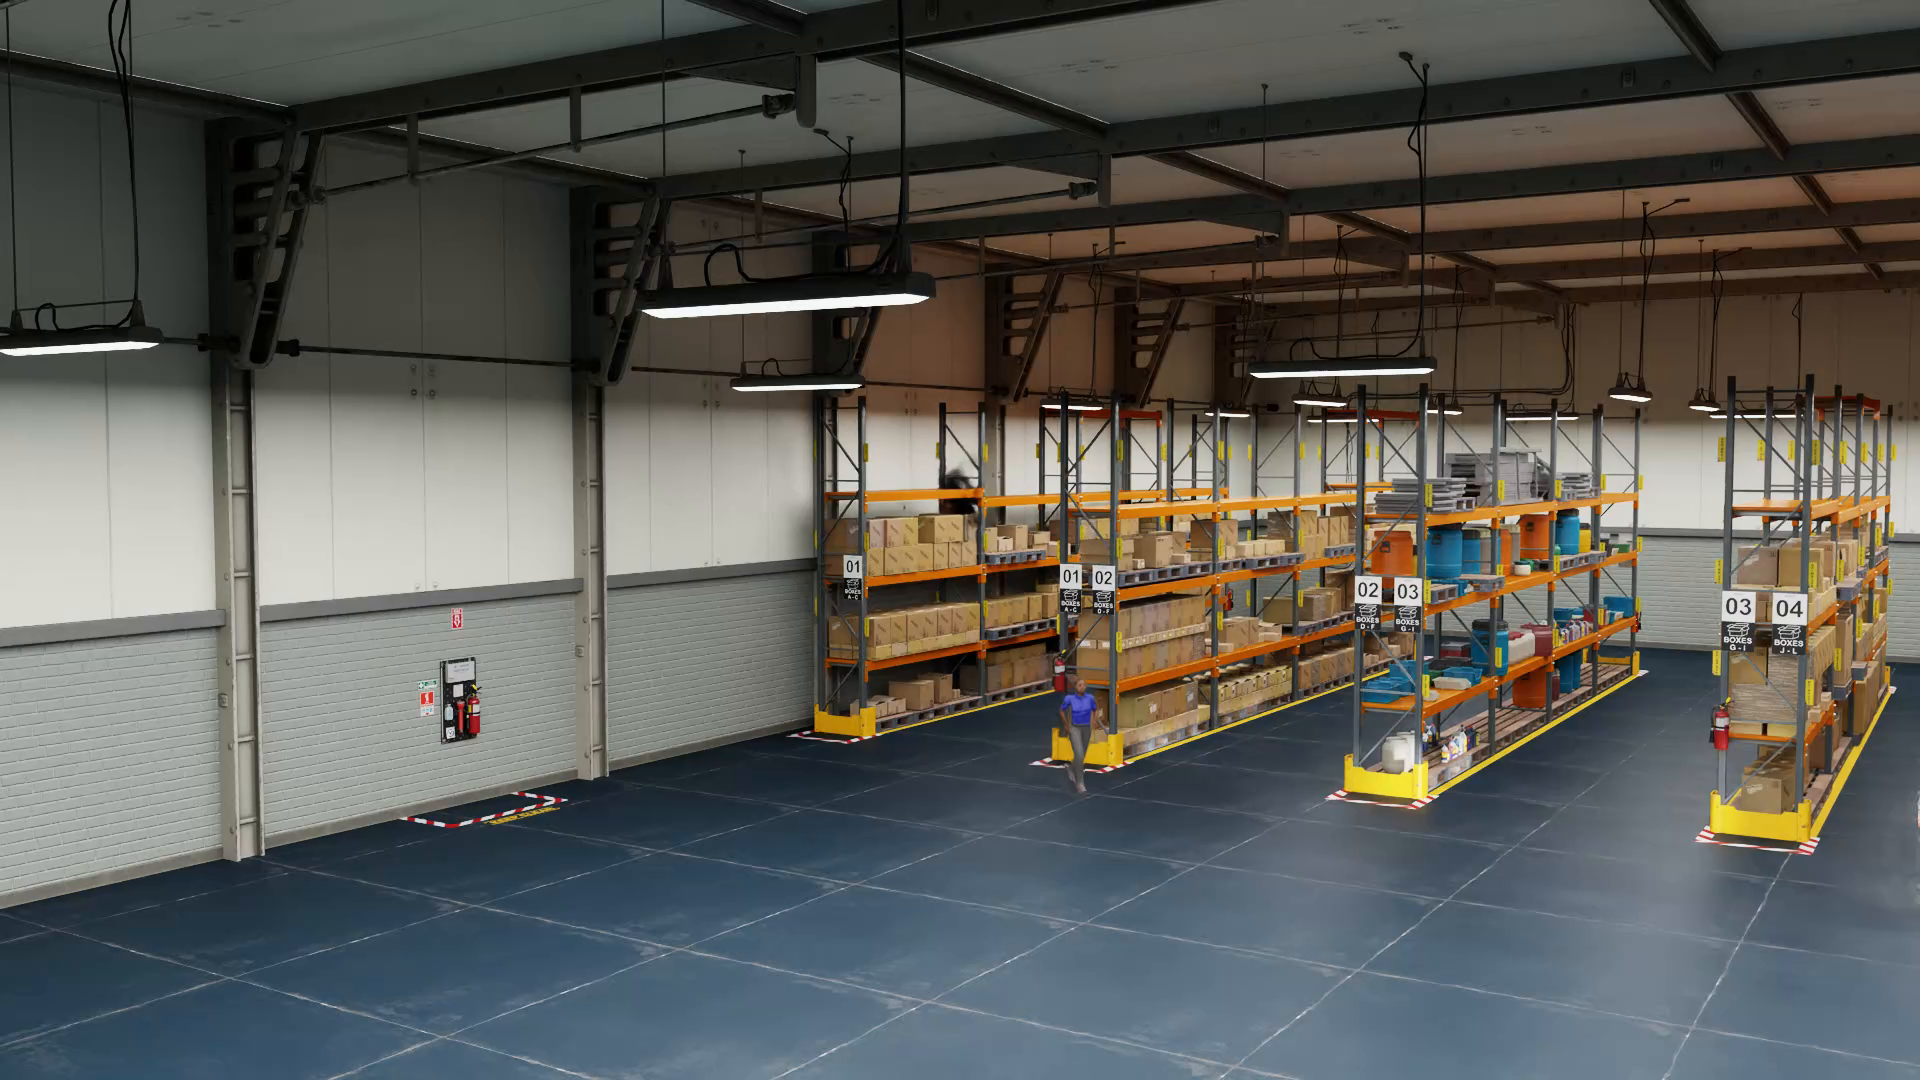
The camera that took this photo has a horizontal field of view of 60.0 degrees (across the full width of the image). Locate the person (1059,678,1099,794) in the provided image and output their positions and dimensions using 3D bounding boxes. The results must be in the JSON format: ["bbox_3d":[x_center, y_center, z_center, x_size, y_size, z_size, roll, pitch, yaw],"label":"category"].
[{"bbox_3d":[1.775,2.875,24.766,0.578,1.683,0.824,-1,3,-19],"label":"person"}]
